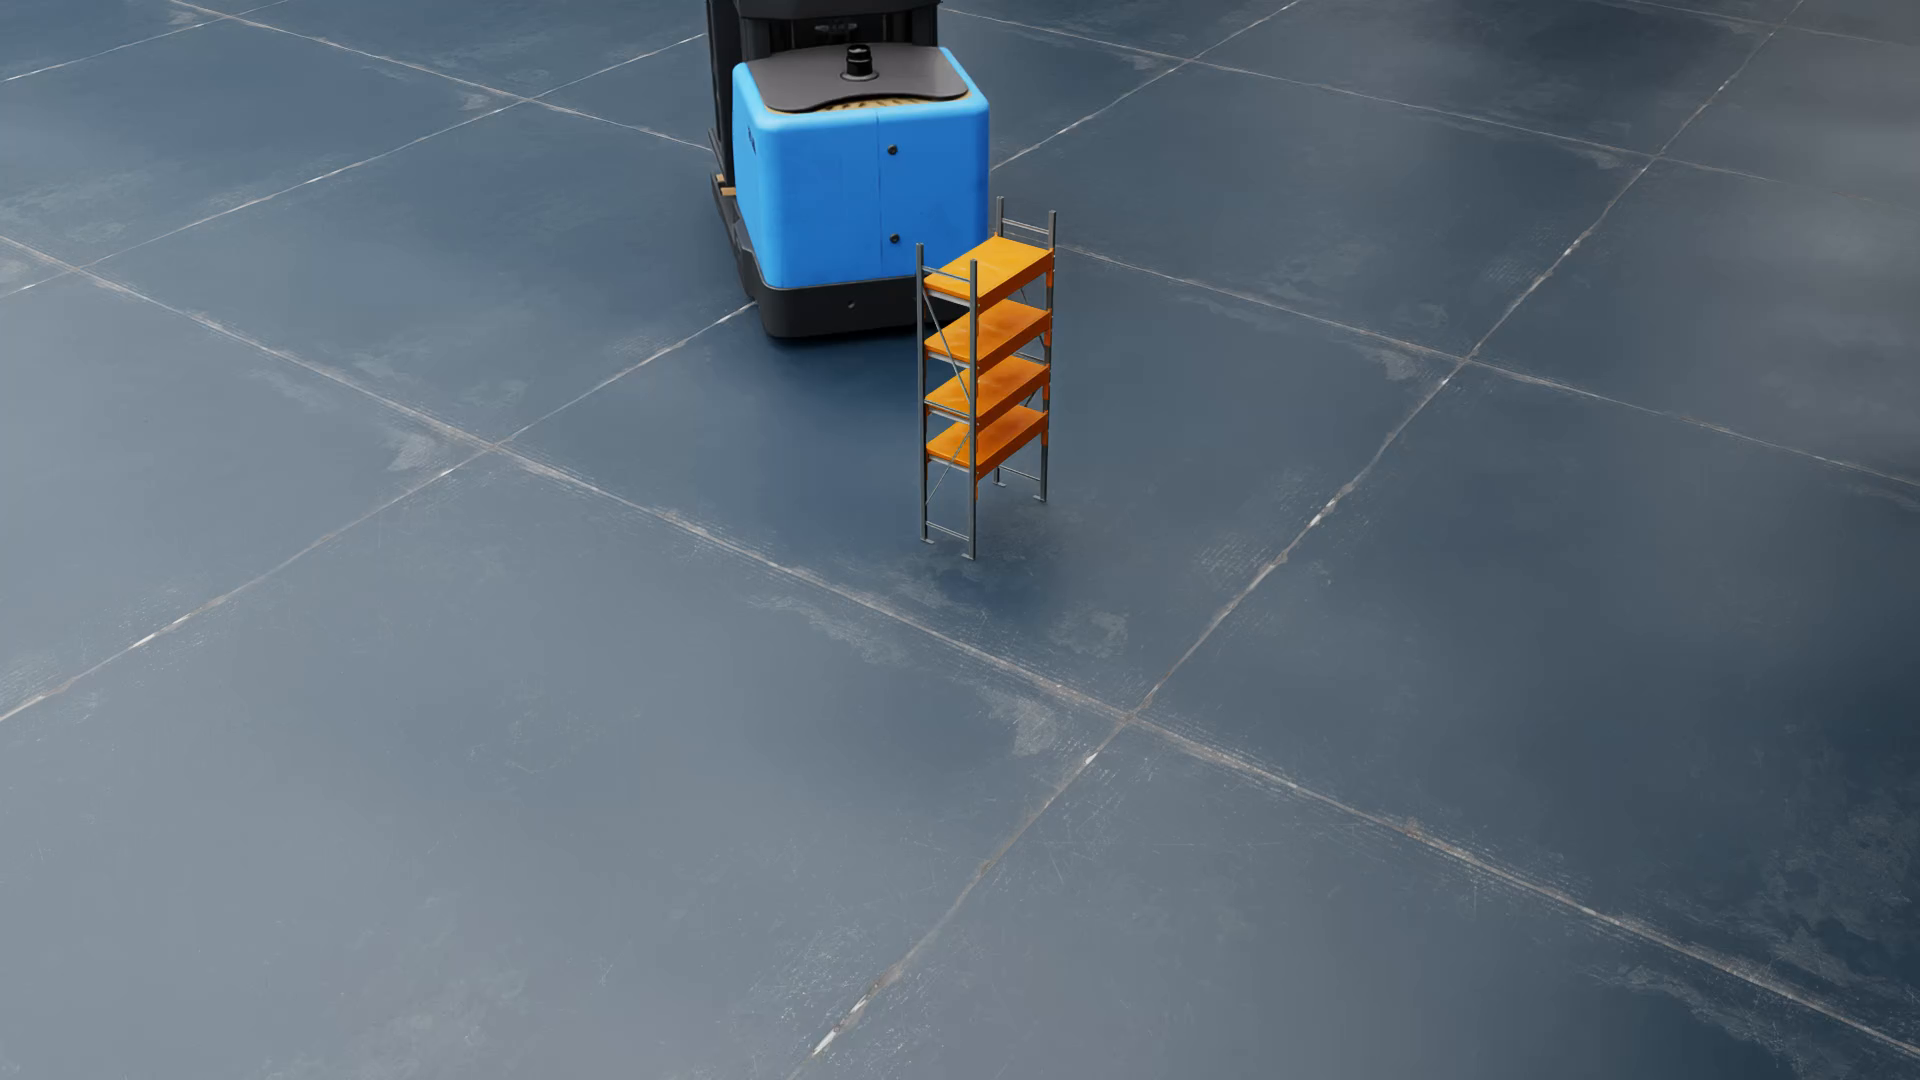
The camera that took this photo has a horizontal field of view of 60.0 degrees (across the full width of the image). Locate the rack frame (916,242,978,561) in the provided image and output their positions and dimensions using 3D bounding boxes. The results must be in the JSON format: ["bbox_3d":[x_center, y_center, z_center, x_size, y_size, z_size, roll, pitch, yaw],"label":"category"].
[{"bbox_3d":[-0.045,-0.461,5.860,0.240,1.200,0.015,21,39,28],"label":"rack frame"}]

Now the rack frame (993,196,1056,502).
[{"bbox_3d":[0.233,-0.686,6.193,0.240,1.200,0.015,21,39,28],"label":"rack frame"}]

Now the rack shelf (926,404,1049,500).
[{"bbox_3d":[0.094,-0.353,6.175,0.258,0.148,0.480,21,39,28],"label":"rack shelf"}]

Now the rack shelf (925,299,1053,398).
[{"bbox_3d":[0.094,-0.703,5.939,0.258,0.148,0.480,21,39,28],"label":"rack shelf"}]

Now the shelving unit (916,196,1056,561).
[{"bbox_3d":[0.094,-0.573,6.027,0.258,1.200,0.503,21,39,28],"label":"shelving unit"}]

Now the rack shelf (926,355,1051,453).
[{"bbox_3d":[0.094,-0.517,6.064,0.258,0.148,0.480,21,39,28],"label":"rack shelf"}]

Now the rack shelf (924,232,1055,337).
[{"bbox_3d":[0.094,-0.899,5.806,0.258,0.148,0.480,21,39,28],"label":"rack shelf"}]

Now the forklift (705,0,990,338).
[{"bbox_3d":[-0.708,-2.942,7.983,1.130,2.935,3.031,-8,35,-12],"label":"forklift"}]
